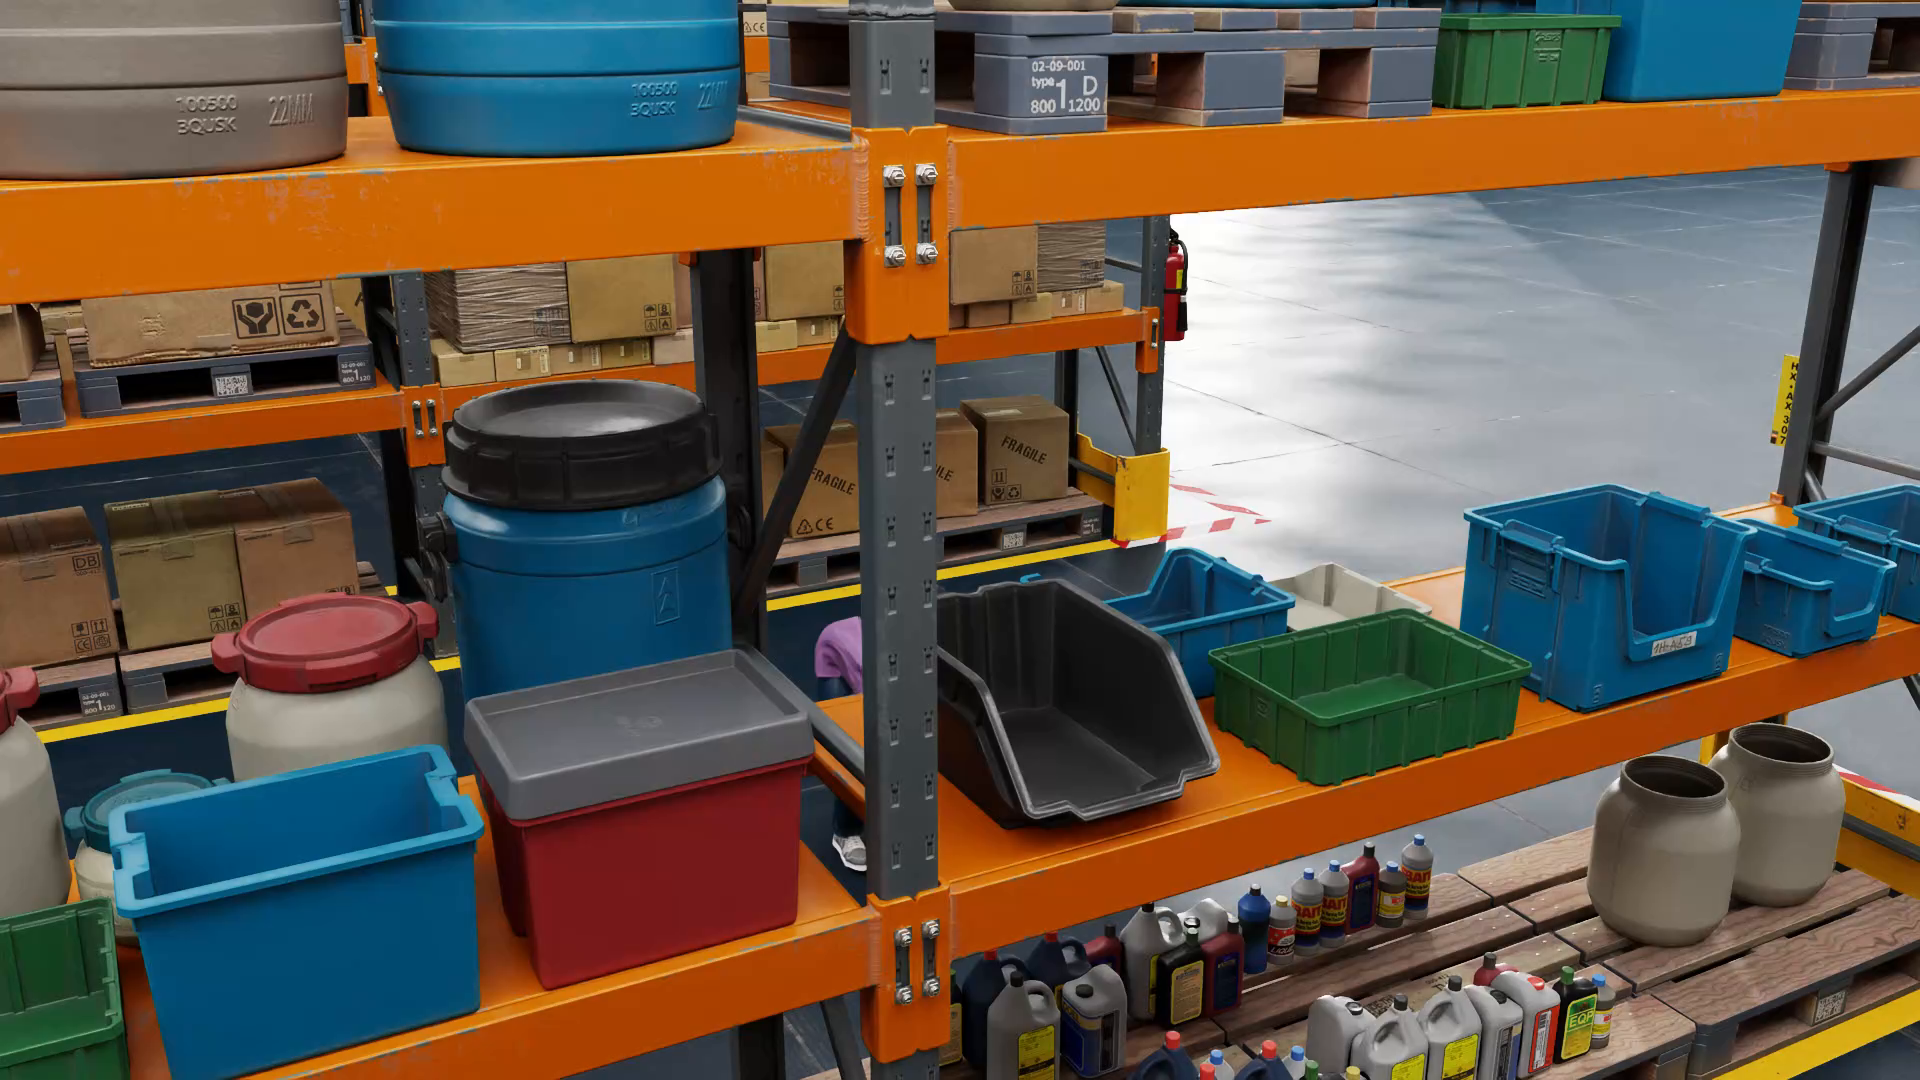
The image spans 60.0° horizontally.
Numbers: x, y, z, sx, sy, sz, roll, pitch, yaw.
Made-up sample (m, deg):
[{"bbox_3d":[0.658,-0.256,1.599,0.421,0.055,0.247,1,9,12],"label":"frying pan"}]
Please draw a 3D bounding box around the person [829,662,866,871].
[{"bbox_3d":[-0.217,0.784,5.874,0.355,0.887,0.847,-11,22,-29],"label":"person"}]
